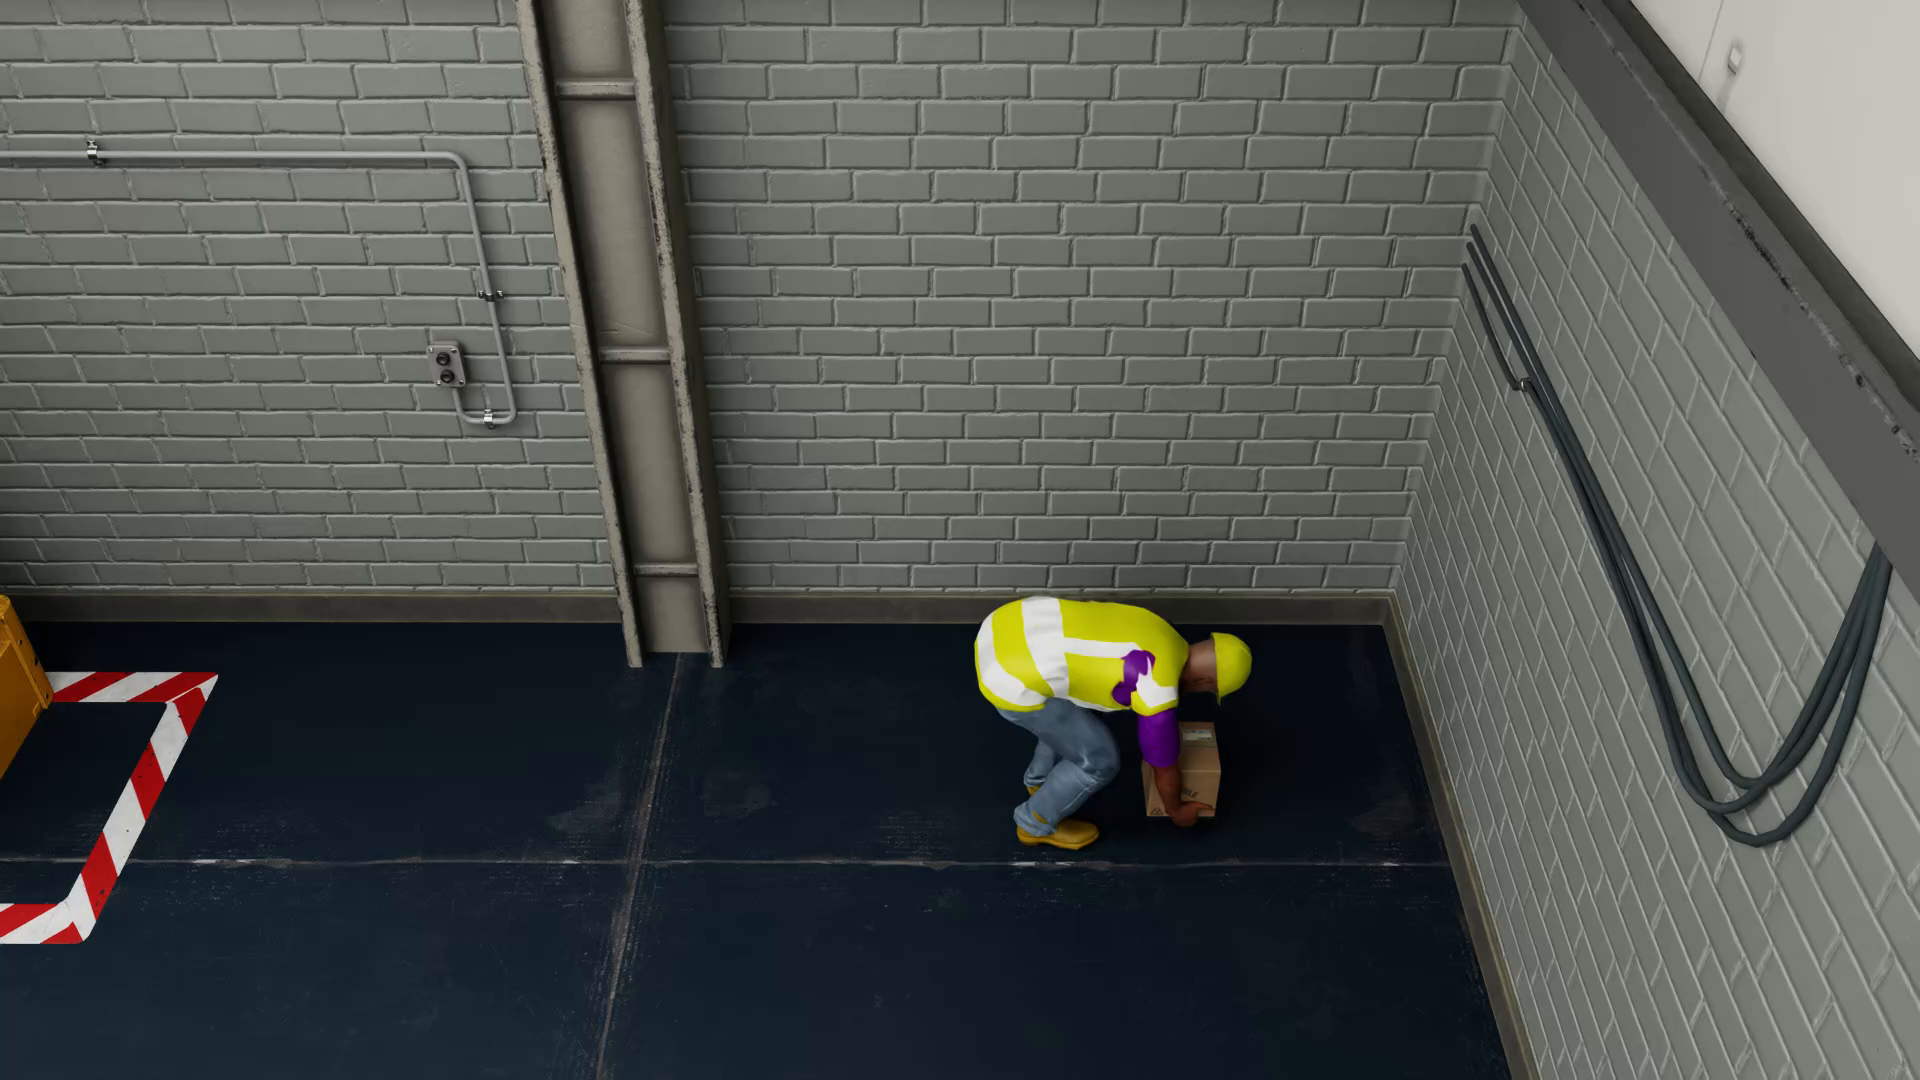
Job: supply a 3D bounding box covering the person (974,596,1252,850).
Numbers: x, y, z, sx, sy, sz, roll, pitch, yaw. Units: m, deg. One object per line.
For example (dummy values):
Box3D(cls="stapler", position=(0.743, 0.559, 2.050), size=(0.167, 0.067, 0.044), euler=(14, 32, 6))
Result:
Box3D(cls="person", position=(0.539, 0.627, 5.978), size=(0.974, 0.993, 0.503), euler=(-2, 39, -2))
